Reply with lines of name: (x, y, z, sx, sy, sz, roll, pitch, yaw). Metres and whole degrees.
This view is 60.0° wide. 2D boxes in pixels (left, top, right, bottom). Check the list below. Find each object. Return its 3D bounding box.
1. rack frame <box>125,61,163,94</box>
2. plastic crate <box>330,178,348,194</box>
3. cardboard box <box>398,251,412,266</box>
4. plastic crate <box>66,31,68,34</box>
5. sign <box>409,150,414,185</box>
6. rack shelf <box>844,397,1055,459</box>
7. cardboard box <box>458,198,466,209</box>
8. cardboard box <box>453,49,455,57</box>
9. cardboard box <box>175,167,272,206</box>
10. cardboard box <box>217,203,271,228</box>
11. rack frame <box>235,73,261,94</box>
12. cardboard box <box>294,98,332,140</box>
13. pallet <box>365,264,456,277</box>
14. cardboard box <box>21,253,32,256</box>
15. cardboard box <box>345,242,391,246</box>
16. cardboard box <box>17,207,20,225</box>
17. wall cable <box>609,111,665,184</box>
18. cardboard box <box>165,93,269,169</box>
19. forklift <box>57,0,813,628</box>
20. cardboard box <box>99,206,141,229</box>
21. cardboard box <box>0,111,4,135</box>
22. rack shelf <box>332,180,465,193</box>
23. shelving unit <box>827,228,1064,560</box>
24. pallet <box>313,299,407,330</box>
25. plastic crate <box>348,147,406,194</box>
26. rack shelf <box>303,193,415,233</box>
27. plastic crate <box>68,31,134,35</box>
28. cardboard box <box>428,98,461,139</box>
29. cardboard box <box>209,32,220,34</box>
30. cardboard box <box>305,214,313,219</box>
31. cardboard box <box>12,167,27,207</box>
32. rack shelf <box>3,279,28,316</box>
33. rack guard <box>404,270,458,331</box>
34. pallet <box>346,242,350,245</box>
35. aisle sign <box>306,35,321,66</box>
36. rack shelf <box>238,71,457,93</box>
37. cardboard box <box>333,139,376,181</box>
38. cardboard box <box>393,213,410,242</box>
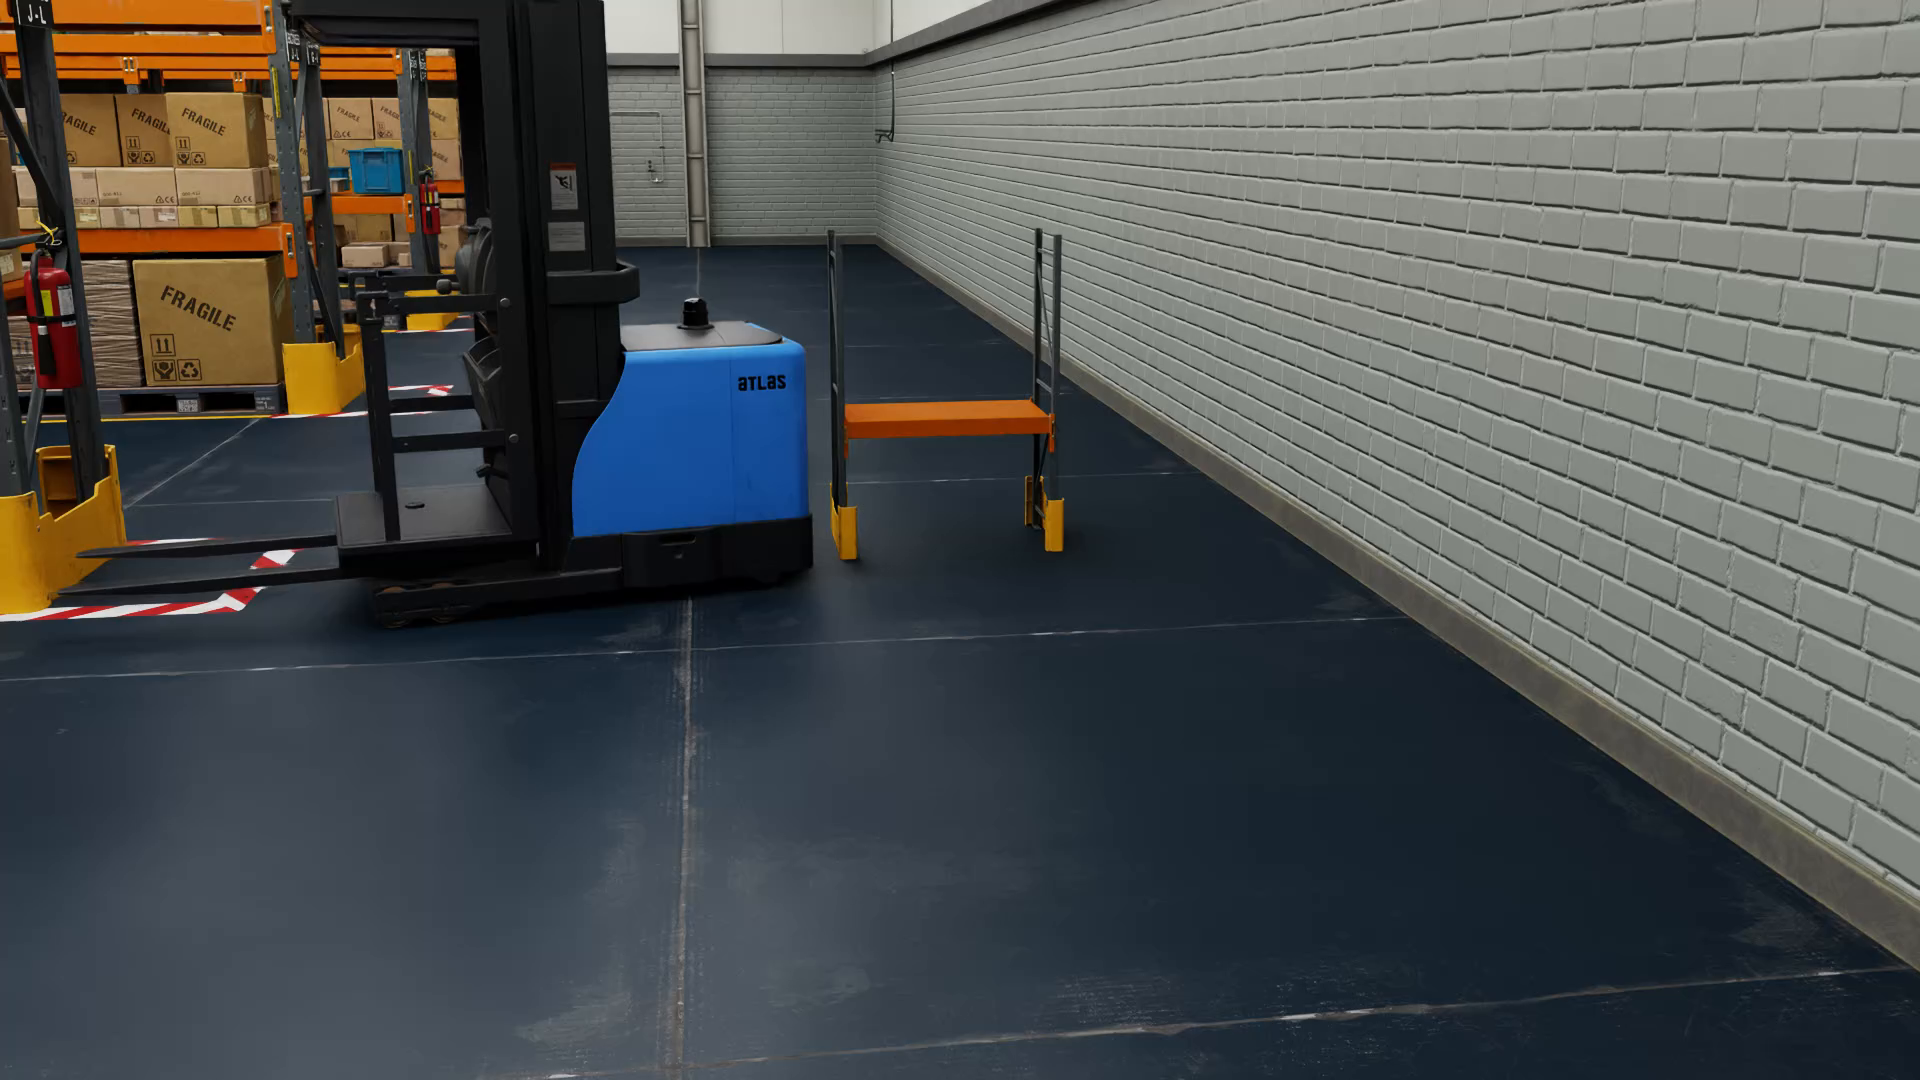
rack frame: (-10.120, -4.720, 20.877, 0.127, 3.000, 1.000, -2, 14, -8)
plastic crate: (-6.210, -3.502, 16.436, 0.243, 0.136, 0.396, -2, 14, -8)
cardboard box: (-7.080, -3.632, 21.459, 0.250, 0.166, 0.380, -2, 14, -8)
plastic crate: (-8.534, -5.012, 16.218, 0.300, 0.233, 0.416, -2, 14, -8)
sign: (-5.333, -3.621, 16.158, 0.005, 0.325, 0.100, -2, 14, -8)
rack shelf: (-0.084, -0.550, 8.071, 1.000, 0.185, 0.538, -2, 14, -8)
cardboard box: (-7.684, -5.264, 25.989, 0.250, 0.149, 0.380, -2, 14, -9)
cardboard box: (-6.711, -6.290, 21.278, 0.500, 0.250, 0.500, -2, 14, -8)
cardboard box: (-5.133, -2.472, 11.610, 0.500, 0.250, 0.500, -2, 14, -9)
cardboard box: (-4.996, -2.268, 11.616, 0.250, 0.149, 0.380, -2, 14, -7)
rack frame: (-10.862, -5.912, 25.627, 0.127, 3.000, 1.000, -2, 14, -8)
cardboard box: (-8.084, -5.259, 20.765, 0.500, 0.500, 0.500, -2, 14, -7)
pallet: (-7.028, -3.480, 21.667, 1.213, 0.211, 1.003, -2, 14, -8)
cardboard box: (-7.094, -1.547, 11.731, 0.875, 0.875, 0.875, -2, 14, -8)
cardboard box: (-7.734, -3.757, 21.784, 0.500, 0.250, 0.500, -2, 14, -8)
cardboard box: (-6.508, -2.213, 11.395, 0.250, 0.149, 0.380, -2, 14, -7)
wall cable: (-5.782, -6.823, 27.174, 1.851, 1.984, 0.084, -2, 14, -8)
cardboard box: (-5.136, -2.836, 11.521, 0.500, 0.500, 0.500, -2, 14, -8)
forklift: (-2.230, -1.208, 7.011, 3.031, 2.935, 1.130, -5, 15, -21)
cardboard box: (-5.749, -2.241, 11.506, 0.250, 0.149, 0.380, -2, 14, -7)
cardboard box: (-4.537, -2.011, 7.200, 0.500, 0.500, 0.500, -2, 14, -9)
rack shelf: (-8.143, -4.444, 21.253, 4.000, 0.370, 1.077, -2, 14, -8)
shelving unit: (-0.075, -0.725, 8.028, 1.083, 1.500, 0.587, -2, 14, -8)
pallet: (-6.252, -2.300, 16.960, 1.213, 0.211, 1.003, -2, 14, -8)
plastic crate: (-5.734, -3.663, 16.464, 0.499, 0.435, 0.616, -2, 14, -8)
rack shelf: (-7.409, -3.252, 16.502, 4.000, 0.370, 1.077, -2, 14, -8)
plastic crate: (-8.117, -4.899, 15.693, 0.590, 0.269, 0.497, -2, 14, -8)
cardboard box: (-6.564, -5.316, 20.993, 0.500, 0.500, 0.500, -2, 14, -9)
cardboard box: (-9.108, -6.321, 20.375, 0.500, 0.250, 0.500, -2, 14, -8)
cardboard box: (-10.107, -4.905, 25.890, 0.500, 0.500, 0.700, -2, 14, -8)
cardboard box: (-6.652, -2.416, 11.384, 0.500, 0.250, 0.500, -2, 14, -8)
rack shelf: (-6.032, -0.864, 6.979, 4.000, 0.370, 1.077, -2, 14, -8)
rack guard: (-5.409, -2.465, 17.023, 0.348, 0.500, 1.175, -2, 14, -8)
pallet: (-10.099, -4.568, 26.001, 1.213, 0.211, 1.003, -2, 14, -8)
aisle sign: (-4.667, -3.818, 11.934, 0.004, 0.787, 0.394, -2, 14, -8)
rack shelf: (-8.884, -7.090, 25.639, 4.000, 0.370, 1.077, -2, 14, -8)
cardboard box: (-7.574, -4.795, 20.971, 0.500, 0.500, 0.500, -2, 14, -8)
cardboard box: (-8.576, -4.962, 26.115, 0.500, 0.500, 0.700, -3, 14, -10)
